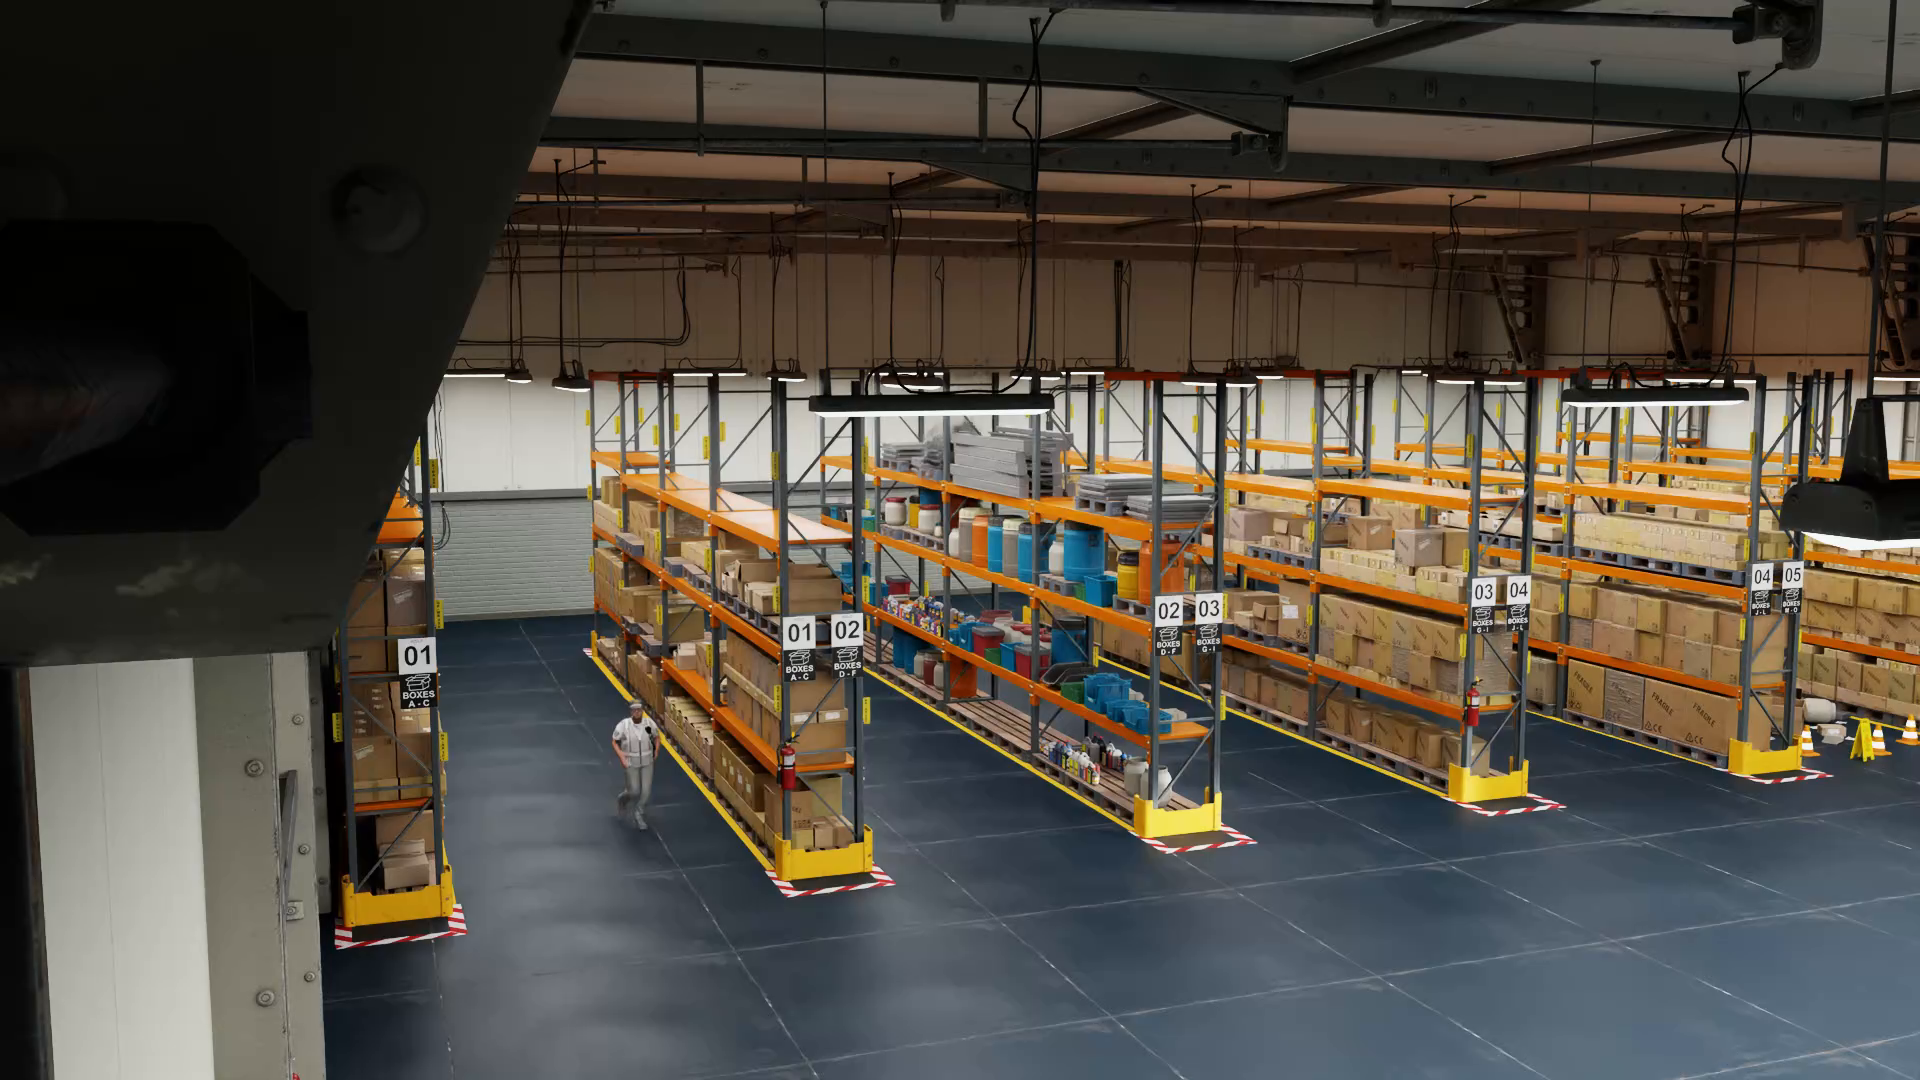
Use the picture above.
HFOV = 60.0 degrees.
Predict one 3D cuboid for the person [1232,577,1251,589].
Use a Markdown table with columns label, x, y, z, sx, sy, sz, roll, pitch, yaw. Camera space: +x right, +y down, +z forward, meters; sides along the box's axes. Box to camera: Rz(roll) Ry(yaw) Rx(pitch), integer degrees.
| label | x | y | z | sx | sy | sz | roll | pitch | yaw |
| --- | --- | --- | --- | --- | --- | --- | --- | --- | --- |
| person | 7.093 | 0.941 | 41.478 | 0.661 | 1.639 | 0.637 | 2 | 7 | 20 |

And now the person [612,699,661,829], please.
| label | x | y | z | sx | sy | sz | roll | pitch | yaw |
| --- | --- | --- | --- | --- | --- | --- | --- | --- | --- |
| person | -4.323 | 2.981 | 22.354 | 0.653 | 1.758 | 0.647 | -3 | 7 | -25 |
